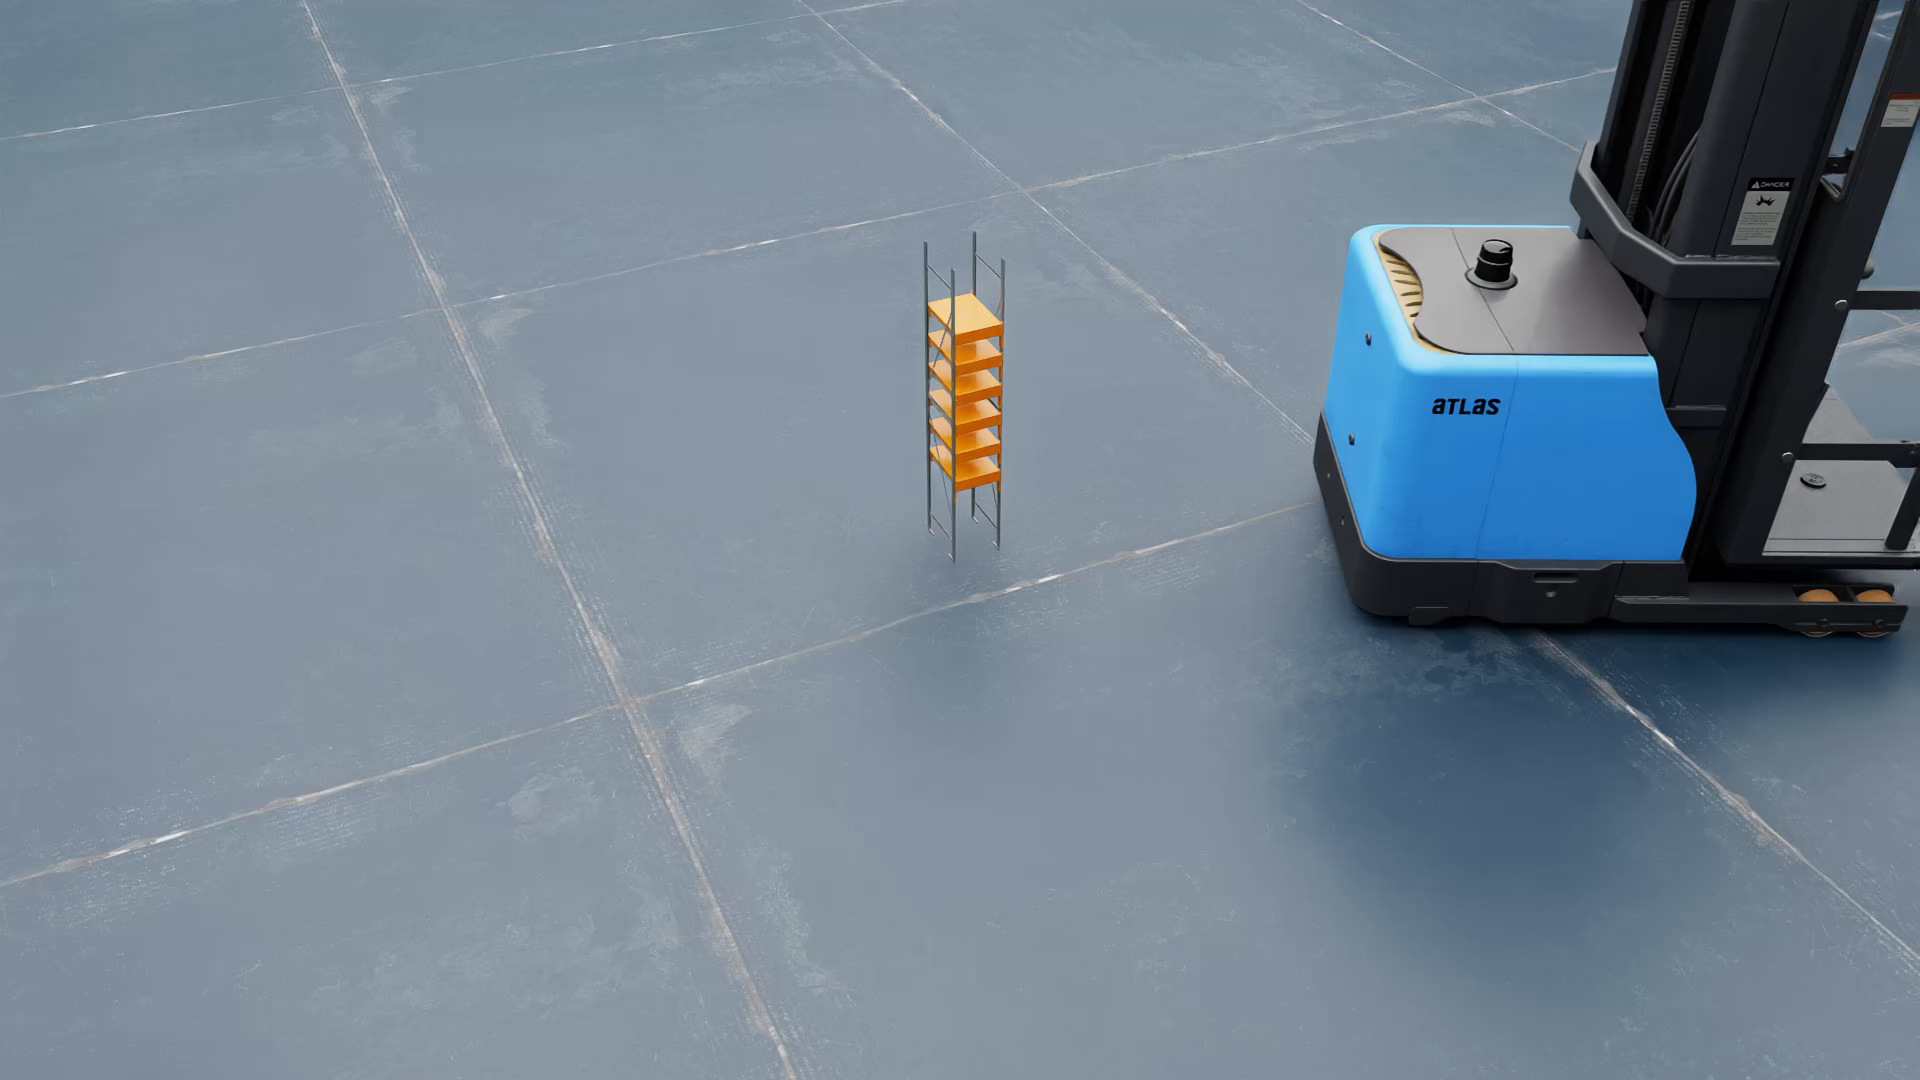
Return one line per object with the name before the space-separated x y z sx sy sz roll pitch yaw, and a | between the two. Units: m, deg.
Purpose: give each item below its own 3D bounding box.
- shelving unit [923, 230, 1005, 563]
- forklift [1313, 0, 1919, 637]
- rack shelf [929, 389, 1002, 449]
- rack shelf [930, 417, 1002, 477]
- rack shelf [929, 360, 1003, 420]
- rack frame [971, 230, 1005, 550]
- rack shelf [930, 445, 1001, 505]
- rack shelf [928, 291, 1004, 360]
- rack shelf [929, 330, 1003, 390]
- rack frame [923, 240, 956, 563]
shelving unit | 0.013 -0.486 5.898 0.189 1.200 0.258 -16 39 -20
forklift | 2.897 -1.159 5.352 3.031 2.935 1.130 0 37 0
rack shelf | 0.013 -0.450 5.924 0.180 0.103 0.258 -16 39 -20
rack shelf | 0.013 -0.354 5.995 0.180 0.103 0.258 -16 39 -20
rack shelf | 0.013 -0.546 5.852 0.180 0.103 0.258 -16 39 -20
rack frame | 0.096 -0.509 5.929 0.006 1.200 0.240 -16 39 -20
rack shelf | 0.013 -0.257 6.067 0.180 0.103 0.258 -16 39 -20
rack shelf | 0.013 -0.739 5.710 0.180 0.103 0.258 -16 39 -20
rack shelf | 0.013 -0.643 5.781 0.180 0.103 0.258 -16 39 -20
rack frame | -0.070 -0.462 5.866 0.006 1.200 0.240 -16 39 -20
